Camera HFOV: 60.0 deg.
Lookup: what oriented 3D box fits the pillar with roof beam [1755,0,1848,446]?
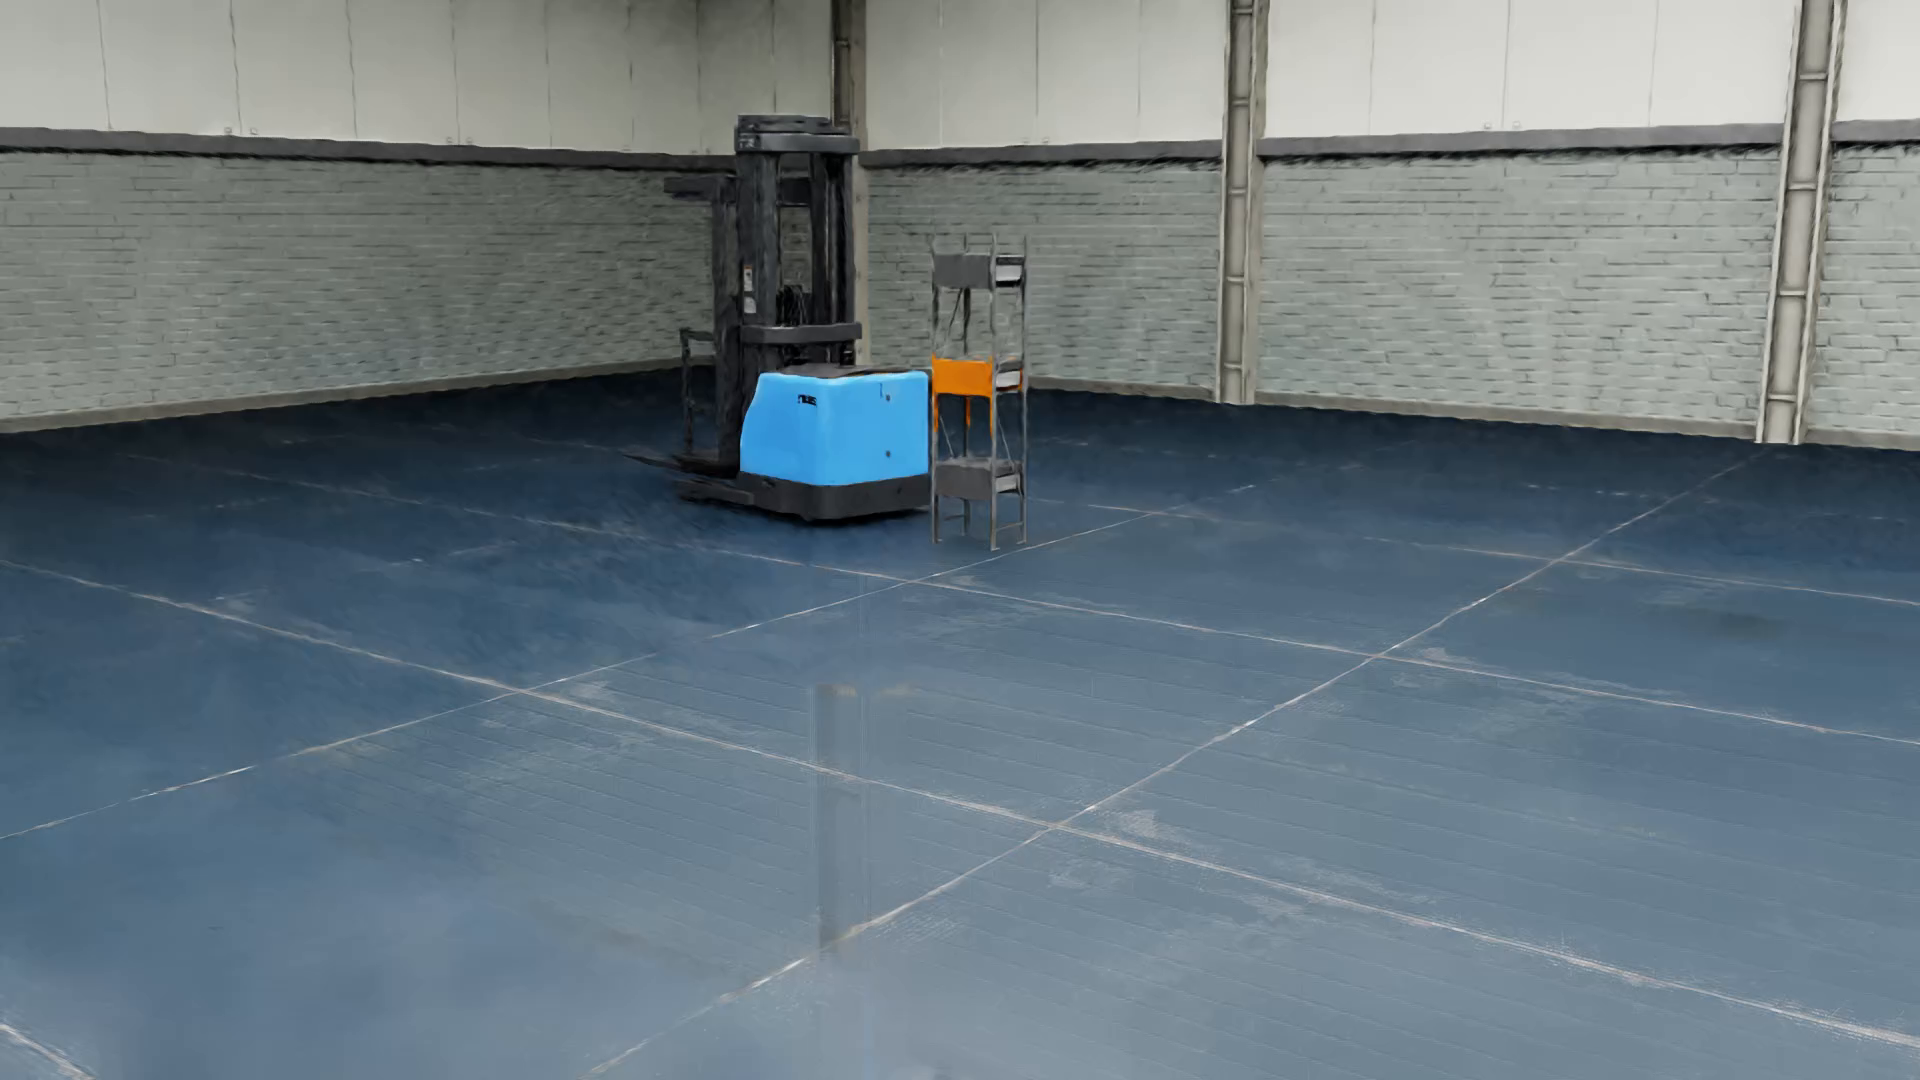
[{"bbox_3d":[5.600,-4.725,12.263,0.400,9.000,9.100,8,13,36],"label":"pillar with roof beam"}]

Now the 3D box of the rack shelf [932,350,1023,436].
[{"bbox_3d":[0.133,-0.999,11.237,0.480,0.518,0.431,8,13,36],"label":"rack shelf"}]

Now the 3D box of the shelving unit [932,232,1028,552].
[{"bbox_3d":[0.133,-1.012,11.234,0.503,2.100,0.431,8,13,36],"label":"shelving unit"}]

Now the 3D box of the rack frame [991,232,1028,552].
[{"bbox_3d":[0.330,-0.985,11.092,0.015,2.100,0.400,8,13,36],"label":"rack frame"}]

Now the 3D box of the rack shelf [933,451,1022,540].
[{"bbox_3d":[0.133,-0.312,11.370,0.480,0.518,0.431,8,13,36],"label":"rack shelf"}]

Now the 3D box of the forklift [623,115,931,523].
[{"bbox_3d":[-1.594,-1.783,13.031,1.130,2.935,3.031,-10,15,-42],"label":"forklift"}]

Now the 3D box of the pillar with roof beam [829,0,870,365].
[{"bbox_3d":[-4.072,-6.074,19.237,0.400,9.000,9.100,8,13,36],"label":"pillar with roof beam"}]

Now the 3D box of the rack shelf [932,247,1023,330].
[{"bbox_3d":[0.133,-1.686,11.104,0.480,0.518,0.431,8,13,36],"label":"rack shelf"}]

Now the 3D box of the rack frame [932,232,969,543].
[{"bbox_3d":[-0.063,-1.040,11.376,0.015,2.100,0.400,8,13,36],"label":"rack frame"}]

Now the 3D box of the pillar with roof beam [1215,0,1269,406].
[{"bbox_3d":[0.764,-5.400,15.750,0.400,9.000,9.100,8,13,36],"label":"pillar with roof beam"}]
